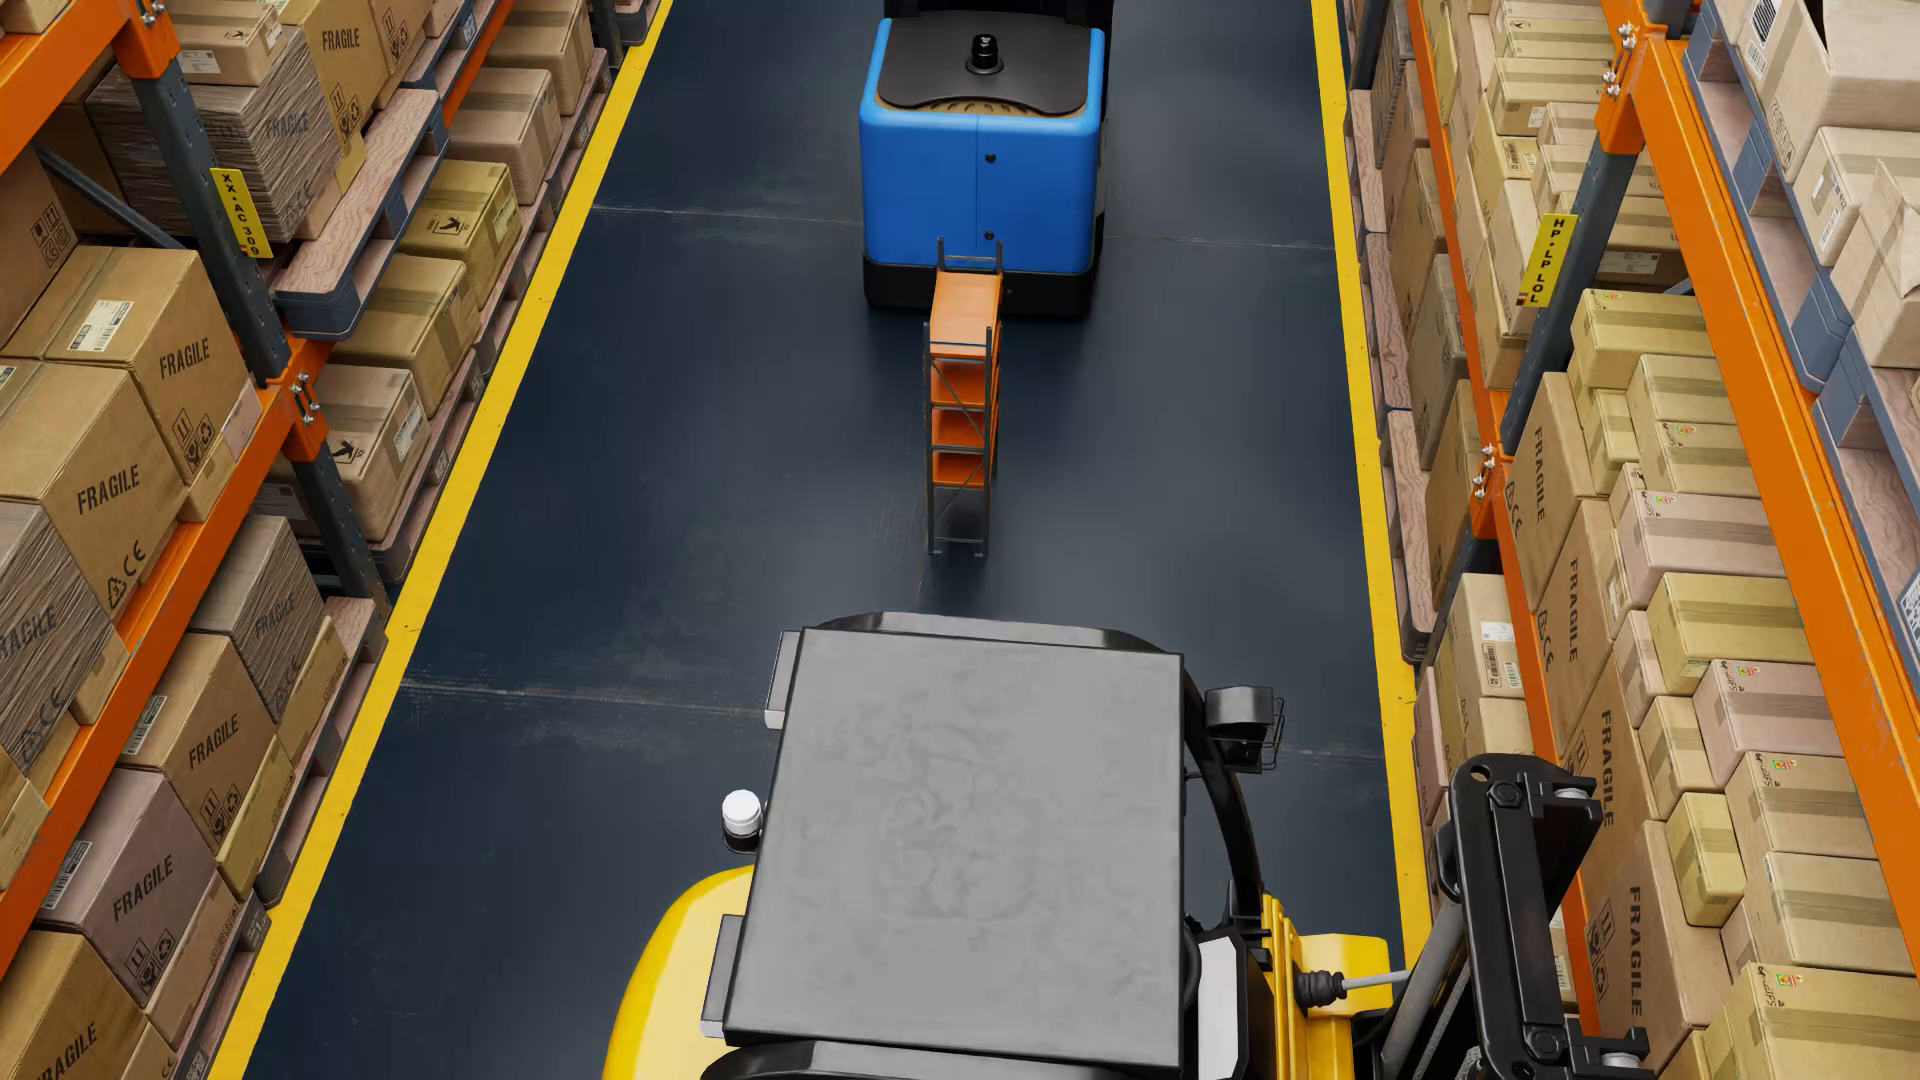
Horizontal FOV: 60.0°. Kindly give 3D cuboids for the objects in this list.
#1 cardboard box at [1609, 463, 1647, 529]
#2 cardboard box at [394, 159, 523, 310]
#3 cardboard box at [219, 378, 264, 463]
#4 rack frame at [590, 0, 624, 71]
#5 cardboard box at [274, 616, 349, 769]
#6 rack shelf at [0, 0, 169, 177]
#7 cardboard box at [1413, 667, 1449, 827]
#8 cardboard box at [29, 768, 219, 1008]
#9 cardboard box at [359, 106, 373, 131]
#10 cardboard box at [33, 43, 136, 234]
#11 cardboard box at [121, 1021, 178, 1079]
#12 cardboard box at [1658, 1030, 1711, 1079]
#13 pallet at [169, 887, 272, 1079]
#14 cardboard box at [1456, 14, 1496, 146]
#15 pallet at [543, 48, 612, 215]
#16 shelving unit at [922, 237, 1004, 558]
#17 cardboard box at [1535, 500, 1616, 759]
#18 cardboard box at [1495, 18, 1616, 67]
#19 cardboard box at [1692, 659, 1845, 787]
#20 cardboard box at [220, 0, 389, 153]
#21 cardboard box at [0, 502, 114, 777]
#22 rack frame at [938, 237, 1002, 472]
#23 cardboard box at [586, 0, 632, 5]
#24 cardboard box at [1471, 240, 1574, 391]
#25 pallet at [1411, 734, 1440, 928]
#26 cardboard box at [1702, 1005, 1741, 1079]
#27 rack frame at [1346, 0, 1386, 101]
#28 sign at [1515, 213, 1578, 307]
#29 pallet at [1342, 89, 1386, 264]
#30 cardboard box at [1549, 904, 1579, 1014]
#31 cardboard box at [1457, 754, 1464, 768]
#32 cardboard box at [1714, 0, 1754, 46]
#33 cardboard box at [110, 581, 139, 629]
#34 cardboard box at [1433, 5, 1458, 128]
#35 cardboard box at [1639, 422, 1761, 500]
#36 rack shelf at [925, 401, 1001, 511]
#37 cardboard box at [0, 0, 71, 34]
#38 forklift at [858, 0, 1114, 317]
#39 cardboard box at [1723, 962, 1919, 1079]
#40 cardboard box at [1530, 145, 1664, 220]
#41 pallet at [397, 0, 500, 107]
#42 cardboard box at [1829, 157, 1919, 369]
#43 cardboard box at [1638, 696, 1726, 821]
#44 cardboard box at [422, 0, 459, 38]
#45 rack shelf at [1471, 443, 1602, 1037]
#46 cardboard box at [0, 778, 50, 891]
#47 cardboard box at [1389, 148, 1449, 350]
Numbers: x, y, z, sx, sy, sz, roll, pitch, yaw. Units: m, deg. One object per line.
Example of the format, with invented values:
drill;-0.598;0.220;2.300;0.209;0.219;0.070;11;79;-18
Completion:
cardboard box;1.905;-0.052;4.284;0.380;0.149;0.250;4;48;3
cardboard box;-2.561;-1.411;7.530;0.950;0.372;0.625;5;48;5
cardboard box;-2.456;-0.389;5.270;0.380;0.149;0.250;3;48;3
rack frame;-2.365;-3.670;8.100;1.000;3.000;0.127;4;48;4
cardboard box;-2.516;0.508;5.857;0.500;0.250;0.500;6;48;5
rack shelf;-2.912;-0.031;3.226;1.077;0.370;4.000;4;48;4
cardboard box;1.840;0.720;5.664;0.500;0.250;0.500;4;48;4
cardboard box;-2.606;1.004;4.895;0.500;0.500;0.500;6;48;6
cardboard box;-2.384;-1.569;6.064;0.380;0.149;0.250;7;48;6
cardboard box;-2.916;-1.362;5.435;0.500;0.500;0.500;3;48;3
cardboard box;-2.654;1.644;4.818;0.500;0.250;0.500;7;48;6
cardboard box;1.735;1.369;3.423;0.500;0.500;0.500;3;48;3
pallet;-2.864;1.605;5.165;1.003;0.211;1.213;4;48;4
cardboard box;2.096;-1.650;6.015;0.500;0.250;0.500;5;48;4
pallet;-2.438;-2.155;8.604;1.003;0.211;1.213;4;48;4
shelving unit;0.015;-0.527;6.444;0.258;1.200;0.503;4;48;4
cardboard box;1.882;0.259;4.439;0.500;0.500;0.500;5;48;4
cardboard box;2.082;-1.676;5.769;0.380;0.149;0.250;3;48;3
cardboard box;1.851;0.413;3.656;0.380;0.149;0.250;4;48;3
cardboard box;-2.356;-1.700;5.744;0.500;0.500;0.500;4;48;4
cardboard box;-2.605;0.239;4.256;0.500;0.500;0.500;5;48;5
rack frame;0.037;-0.706;6.608;0.240;1.200;0.015;4;48;4
cardboard box;-2.220;-3.597;9.188;0.875;0.875;0.875;3;48;3
cardboard box;1.999;-0.737;5.519;0.500;0.250;0.500;5;48;4
pallet;2.099;1.123;5.606;1.003;0.211;1.213;4;48;4
cardboard box;1.694;1.069;3.258;0.380;0.149;0.250;4;48;4
rack frame;2.578;-3.339;7.797;1.000;3.000;0.127;4;48;4
sign;1.672;-0.793;4.738;0.100;0.325;0.005;4;48;4
pallet;2.464;-1.796;8.275;1.003;0.211;1.213;4;48;4
cardboard box;1.766;1.125;4.616;0.500;0.250;0.500;5;48;5
cardboard box;1.818;0.923;5.139;0.500;0.250;0.500;4;48;3
cardboard box;1.870;-1.194;3.620;0.380;0.149;0.250;5;48;4
cardboard box;-2.609;0.163;4.765;0.380;0.149;0.250;3;48;3
cardboard box;2.155;-1.850;6.537;0.500;0.250;0.500;5;48;5
cardboard box;1.941;-0.152;4.174;0.380;0.149;0.250;3;48;3
rack shelf;0.015;-0.347;6.641;0.258;0.148;0.480;4;48;4
cardboard box;-2.454;-1.406;4.166;0.380;0.149;0.250;4;48;4
forklift;0.205;-3.104;7.628;1.130;2.935;3.031;4;48;3
cardboard box;1.688;0.964;3.152;0.380;0.149;0.250;5;48;4
cardboard box;2.029;-1.109;5.250;0.380;0.149;0.250;3;48;3
pallet;-2.505;-2.148;6.838;1.003;0.211;1.213;4;48;4
cardboard box;1.776;-0.472;2.881;0.396;0.266;0.258;3;48;3
cardboard box;1.777;0.503;3.776;0.380;0.149;0.250;2;48;2
cardboard box;-2.218;-2.129;6.576;0.380;0.149;0.250;6;48;5
rack shelf;2.031;1.313;4.030;1.077;0.370;4.000;4;48;4
cardboard box;-2.585;0.735;4.241;0.380;0.149;0.250;4;48;4
cardboard box;2.395;-1.247;7.208;0.875;0.625;0.625;2;48;2
